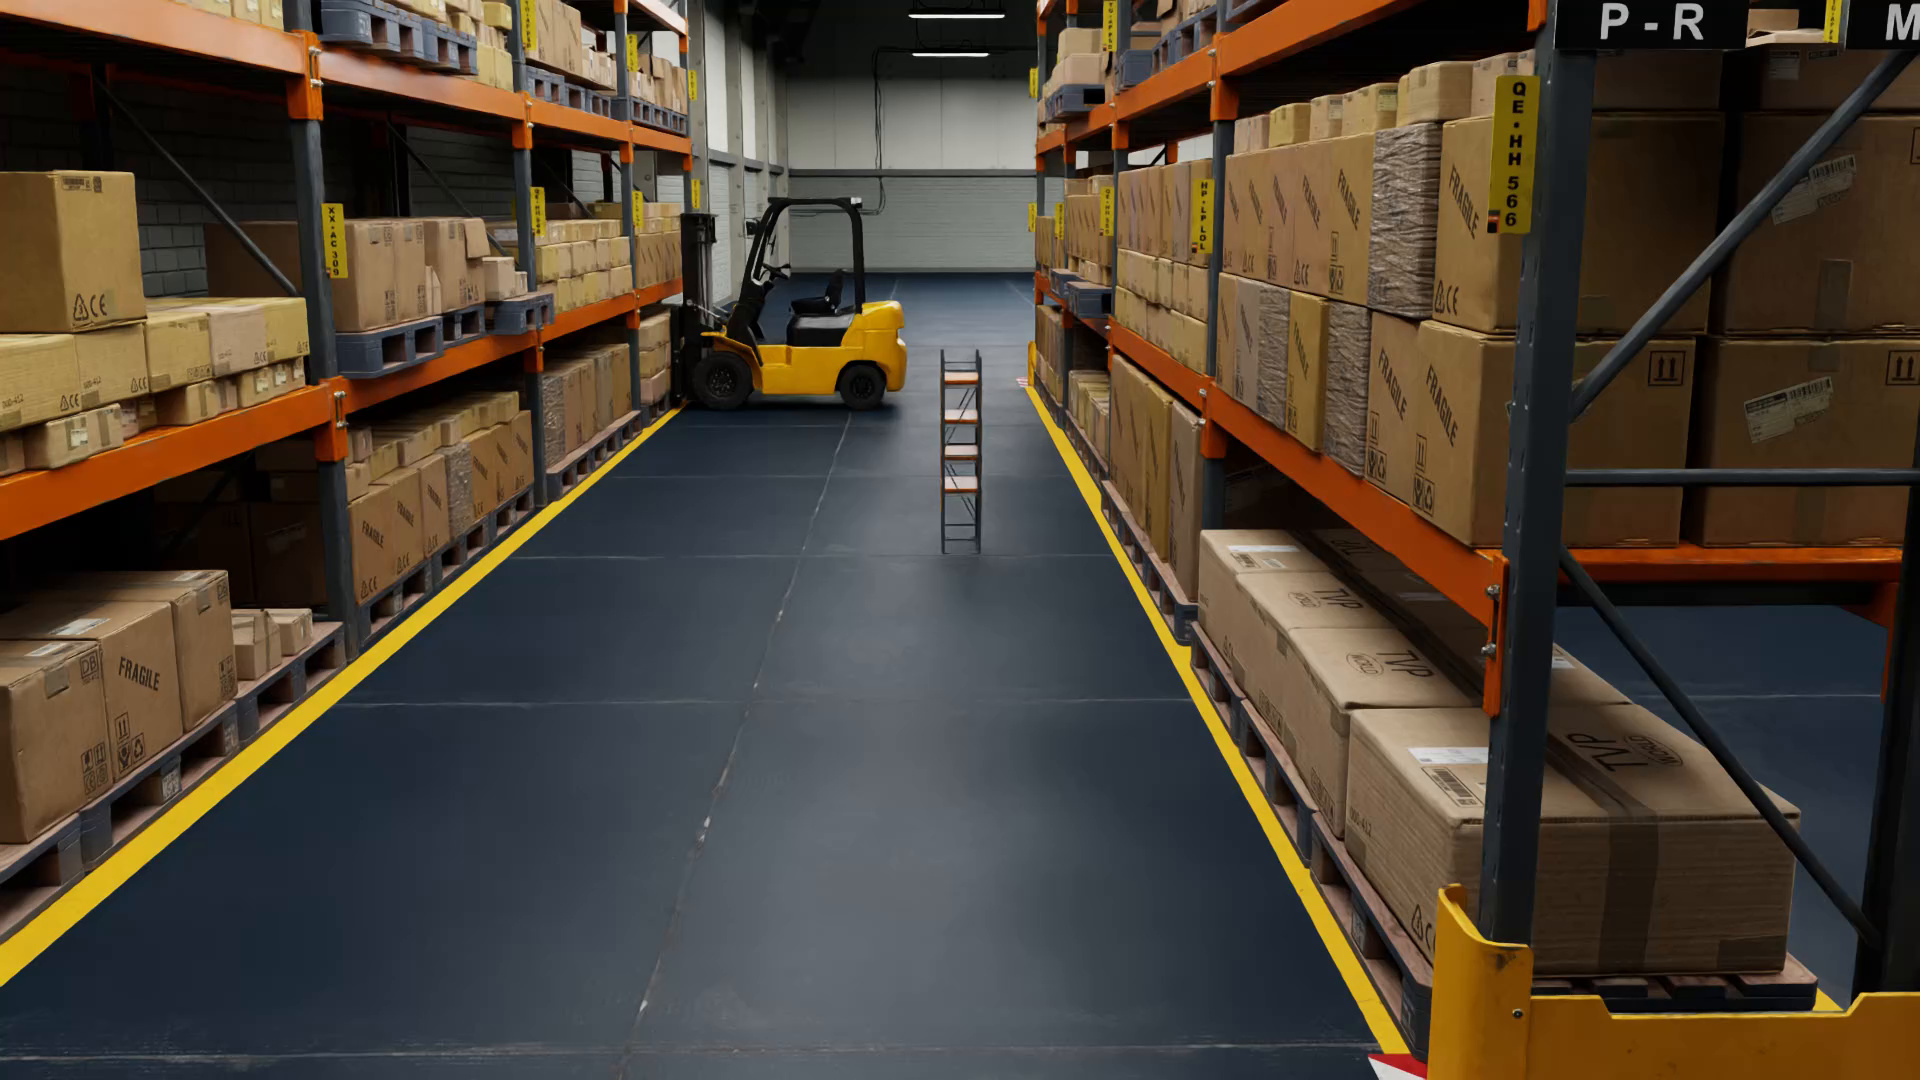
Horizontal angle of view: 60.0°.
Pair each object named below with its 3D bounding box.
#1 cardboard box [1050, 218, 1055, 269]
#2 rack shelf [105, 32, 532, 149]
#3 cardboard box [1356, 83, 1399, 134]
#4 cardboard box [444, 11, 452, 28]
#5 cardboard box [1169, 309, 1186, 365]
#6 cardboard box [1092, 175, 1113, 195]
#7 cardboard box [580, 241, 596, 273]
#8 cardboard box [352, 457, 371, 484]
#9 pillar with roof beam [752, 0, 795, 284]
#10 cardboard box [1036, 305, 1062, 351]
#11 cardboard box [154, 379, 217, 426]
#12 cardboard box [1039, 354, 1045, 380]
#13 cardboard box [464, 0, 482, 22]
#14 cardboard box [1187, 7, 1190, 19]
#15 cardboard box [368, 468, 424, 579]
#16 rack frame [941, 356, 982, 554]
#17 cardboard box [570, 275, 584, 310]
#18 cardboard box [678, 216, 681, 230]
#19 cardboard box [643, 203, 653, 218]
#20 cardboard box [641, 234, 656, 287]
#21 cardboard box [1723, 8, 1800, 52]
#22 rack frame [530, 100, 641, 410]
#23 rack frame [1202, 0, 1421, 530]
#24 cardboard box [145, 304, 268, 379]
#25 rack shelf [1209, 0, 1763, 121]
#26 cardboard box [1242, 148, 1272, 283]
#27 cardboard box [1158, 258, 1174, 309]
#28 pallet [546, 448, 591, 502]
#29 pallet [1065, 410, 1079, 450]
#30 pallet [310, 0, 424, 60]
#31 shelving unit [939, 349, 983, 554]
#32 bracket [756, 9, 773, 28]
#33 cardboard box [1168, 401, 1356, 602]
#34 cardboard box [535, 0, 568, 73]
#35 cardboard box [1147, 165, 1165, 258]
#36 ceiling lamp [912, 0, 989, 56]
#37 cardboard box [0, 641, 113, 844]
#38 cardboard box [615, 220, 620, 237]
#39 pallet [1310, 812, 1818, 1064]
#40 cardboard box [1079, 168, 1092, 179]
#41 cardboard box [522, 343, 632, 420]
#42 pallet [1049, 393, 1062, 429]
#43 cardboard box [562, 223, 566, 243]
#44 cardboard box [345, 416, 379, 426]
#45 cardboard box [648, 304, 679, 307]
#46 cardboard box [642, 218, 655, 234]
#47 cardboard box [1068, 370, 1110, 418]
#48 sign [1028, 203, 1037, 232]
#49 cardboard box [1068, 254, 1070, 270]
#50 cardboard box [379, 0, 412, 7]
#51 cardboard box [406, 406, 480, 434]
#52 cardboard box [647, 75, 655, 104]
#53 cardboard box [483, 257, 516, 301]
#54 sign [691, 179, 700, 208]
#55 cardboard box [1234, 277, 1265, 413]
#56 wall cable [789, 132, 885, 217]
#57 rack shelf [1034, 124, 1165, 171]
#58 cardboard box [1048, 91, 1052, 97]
[{"bbox_3d":[1.178,-3.002,16.815,0.500,0.500,0.500,0,11,0],"label":"cardboard box"},{"bbox_3d":[-3.370,-2.419,9.201,1.077,0.370,4.000,0,11,-1],"label":"rack shelf"},{"bbox_3d":[1.428,-1.310,5.076,0.380,0.149,0.250,0,11,0],"label":"cardboard box"},{"bbox_3d":[-3.194,-3.018,9.722,0.380,0.149,0.250,0,11,-1],"label":"cardboard box"},{"bbox_3d":[1.363,-1.041,8.521,0.500,0.250,0.500,0,11,-2],"label":"cardboard box"},{"bbox_3d":[1.235,-2.762,12.943,0.380,0.149,0.250,-1,11,-4],"label":"cardboard box"},{"bbox_3d":[-3.214,-2.264,13.297,0.500,0.250,0.500,0,11,0],"label":"cardboard box"},{"bbox_3d":[-3.153,-0.329,8.237,0.380,0.149,0.250,-1,11,-3],"label":"cardboard box"},{"bbox_3d":[-0.655,-10.875,41.532,9.100,9.000,0.548,0,11,-1],"label":"pillar with roof beam"},{"bbox_3d":[1.127,-2.370,18.668,0.500,0.500,0.500,-1,11,-3],"label":"cardboard box"},{"bbox_3d":[-3.001,-0.512,6.170,0.380,0.149,0.250,0,11,-2],"label":"cardboard box"},{"bbox_3d":[1.129,-1.905,18.266,0.500,0.250,0.500,0,11,1],"label":"cardboard box"},{"bbox_3d":[-3.153,-3.264,10.185,0.380,0.149,0.250,-1,11,-3],"label":"cardboard box"},{"bbox_3d":[1.445,-2.861,9.106,0.380,0.166,0.250,1,11,4],"label":"cardboard box"},{"bbox_3d":[-3.135,-0.087,8.675,0.500,0.500,0.500,0,11,-2],"label":"cardboard box"},{"bbox_3d":[0.008,-0.507,10.039,0.240,1.200,0.015,0,11,-1],"label":"rack frame"},{"bbox_3d":[-3.199,-1.917,12.840,0.500,0.250,0.500,-1,11,-3],"label":"cardboard box"},{"bbox_3d":[-3.254,-3.537,18.568,0.380,0.149,0.250,0,11,0],"label":"cardboard box"},{"bbox_3d":[-3.217,-3.225,16.280,0.380,0.149,0.250,0,11,0],"label":"cardboard box"},{"bbox_3d":[-3.270,-2.736,16.247,0.500,0.500,0.500,0,11,0],"label":"cardboard box"},{"bbox_3d":[6.182,-3.878,13.029,0.500,0.500,0.500,0,11,-1],"label":"cardboard box"},{"bbox_3d":[-3.494,-2.494,15.307,1.000,3.000,0.127,0,11,-1],"label":"rack frame"},{"bbox_3d":[1.634,-0.925,7.573,1.000,3.000,0.127,0,11,-1],"label":"rack frame"},{"bbox_3d":[-3.049,-0.776,6.469,0.500,0.250,0.500,0,11,-1],"label":"cardboard box"},{"bbox_3d":[1.675,-1.645,5.386,1.077,0.370,4.000,0,11,-1],"label":"rack shelf"},{"bbox_3d":[1.406,-1.268,6.497,0.500,0.500,0.500,0,11,-2],"label":"cardboard box"},{"bbox_3d":[1.347,-1.385,8.962,0.500,0.250,0.500,0,11,0],"label":"cardboard box"},{"bbox_3d":[-3.389,-0.496,12.472,1.003,0.211,1.213,0,11,-1],"label":"pallet"},{"bbox_3d":[1.486,-0.994,14.926,1.003,0.211,1.213,0,11,-1],"label":"pallet"},{"bbox_3d":[-3.272,-2.411,7.829,1.213,0.211,1.003,0,11,-1],"label":"pallet"},{"bbox_3d":[0.003,-0.555,10.278,0.258,1.200,0.503,0,11,-1],"label":"shelving unit"},{"bbox_3d":[-4.543,-12.029,38.163,0.076,0.066,4.783,0,11,-1],"label":"bracket"},{"bbox_3d":[1.541,-0.212,8.348,0.875,0.875,0.875,0,11,1],"label":"cardboard box"},{"bbox_3d":[-3.293,-3.717,12.235,0.700,0.500,0.500,0,11,-2],"label":"cardboard box"},{"bbox_3d":[1.339,-1.858,9.407,0.500,0.500,0.500,0,11,0],"label":"cardboard box"},{"bbox_3d":[-0.255,-14.162,43.054,2.000,3.185,0.800,0,11,-1],"label":"ceiling lamp"},{"bbox_3d":[-3.143,0.619,5.195,0.700,0.500,0.500,0,11,1],"label":"cardboard box"},{"bbox_3d":[-3.265,-2.794,14.902,0.380,0.149,0.250,0,11,1],"label":"cardboard box"},{"bbox_3d":[1.622,1.078,4.712,1.003,0.211,1.213,0,11,-1],"label":"pallet"},{"bbox_3d":[1.603,-3.593,17.210,0.700,0.500,0.500,0,11,-2],"label":"cardboard box"},{"bbox_3d":[-3.472,-1.432,14.990,0.875,0.625,0.625,0,11,1],"label":"cardboard box"},{"bbox_3d":[1.419,-1.282,16.346,1.003,0.211,1.213,0,11,-1],"label":"pallet"},{"bbox_3d":[-3.214,-2.336,12.646,0.380,0.149,0.250,0,11,-1],"label":"cardboard box"},{"bbox_3d":[-3.632,-0.636,9.747,0.380,0.149,0.250,0,11,-1],"label":"cardboard box"},{"bbox_3d":[-3.255,-2.547,18.914,0.500,0.250,0.500,0,11,1],"label":"cardboard box"},{"bbox_3d":[-3.209,-3.078,16.302,0.380,0.149,0.250,0,11,0],"label":"cardboard box"},{"bbox_3d":[1.482,-1.329,15.117,0.950,0.372,0.625,0,11,0],"label":"cardboard box"},{"bbox_3d":[0.843,-3.732,19.233,0.100,0.325,0.005,0,11,-1],"label":"sign"},{"bbox_3d":[1.164,-2.486,14.846,0.380,0.149,0.250,0,11,0],"label":"cardboard box"},{"bbox_3d":[-2.931,-2.718,8.194,0.380,0.149,0.250,0,11,0],"label":"cardboard box"},{"bbox_3d":[-3.190,-0.741,10.266,0.380,0.149,0.250,0,11,1],"label":"cardboard box"},{"bbox_3d":[-3.221,-4.449,16.431,0.396,0.266,0.258,-1,11,-2],"label":"cardboard box"},{"bbox_3d":[-3.066,-1.623,10.334,0.500,0.250,0.500,-1,11,-4],"label":"cardboard box"},{"bbox_3d":[-3.034,-3.972,19.085,0.100,0.325,0.005,0,11,-1],"label":"sign"},{"bbox_3d":[1.388,-0.779,6.604,0.500,0.500,0.500,0,11,-1],"label":"cardboard box"},{"bbox_3d":[-3.822,-11.120,50.546,3.097,2.526,0.112,0,11,-1],"label":"wall cable"},{"bbox_3d":[1.427,-4.030,17.144,1.077,0.370,4.000,0,11,-1],"label":"rack shelf"},{"bbox_3d":[1.157,-4.447,17.018,0.500,0.250,0.500,0,11,0],"label":"cardboard box"}]
